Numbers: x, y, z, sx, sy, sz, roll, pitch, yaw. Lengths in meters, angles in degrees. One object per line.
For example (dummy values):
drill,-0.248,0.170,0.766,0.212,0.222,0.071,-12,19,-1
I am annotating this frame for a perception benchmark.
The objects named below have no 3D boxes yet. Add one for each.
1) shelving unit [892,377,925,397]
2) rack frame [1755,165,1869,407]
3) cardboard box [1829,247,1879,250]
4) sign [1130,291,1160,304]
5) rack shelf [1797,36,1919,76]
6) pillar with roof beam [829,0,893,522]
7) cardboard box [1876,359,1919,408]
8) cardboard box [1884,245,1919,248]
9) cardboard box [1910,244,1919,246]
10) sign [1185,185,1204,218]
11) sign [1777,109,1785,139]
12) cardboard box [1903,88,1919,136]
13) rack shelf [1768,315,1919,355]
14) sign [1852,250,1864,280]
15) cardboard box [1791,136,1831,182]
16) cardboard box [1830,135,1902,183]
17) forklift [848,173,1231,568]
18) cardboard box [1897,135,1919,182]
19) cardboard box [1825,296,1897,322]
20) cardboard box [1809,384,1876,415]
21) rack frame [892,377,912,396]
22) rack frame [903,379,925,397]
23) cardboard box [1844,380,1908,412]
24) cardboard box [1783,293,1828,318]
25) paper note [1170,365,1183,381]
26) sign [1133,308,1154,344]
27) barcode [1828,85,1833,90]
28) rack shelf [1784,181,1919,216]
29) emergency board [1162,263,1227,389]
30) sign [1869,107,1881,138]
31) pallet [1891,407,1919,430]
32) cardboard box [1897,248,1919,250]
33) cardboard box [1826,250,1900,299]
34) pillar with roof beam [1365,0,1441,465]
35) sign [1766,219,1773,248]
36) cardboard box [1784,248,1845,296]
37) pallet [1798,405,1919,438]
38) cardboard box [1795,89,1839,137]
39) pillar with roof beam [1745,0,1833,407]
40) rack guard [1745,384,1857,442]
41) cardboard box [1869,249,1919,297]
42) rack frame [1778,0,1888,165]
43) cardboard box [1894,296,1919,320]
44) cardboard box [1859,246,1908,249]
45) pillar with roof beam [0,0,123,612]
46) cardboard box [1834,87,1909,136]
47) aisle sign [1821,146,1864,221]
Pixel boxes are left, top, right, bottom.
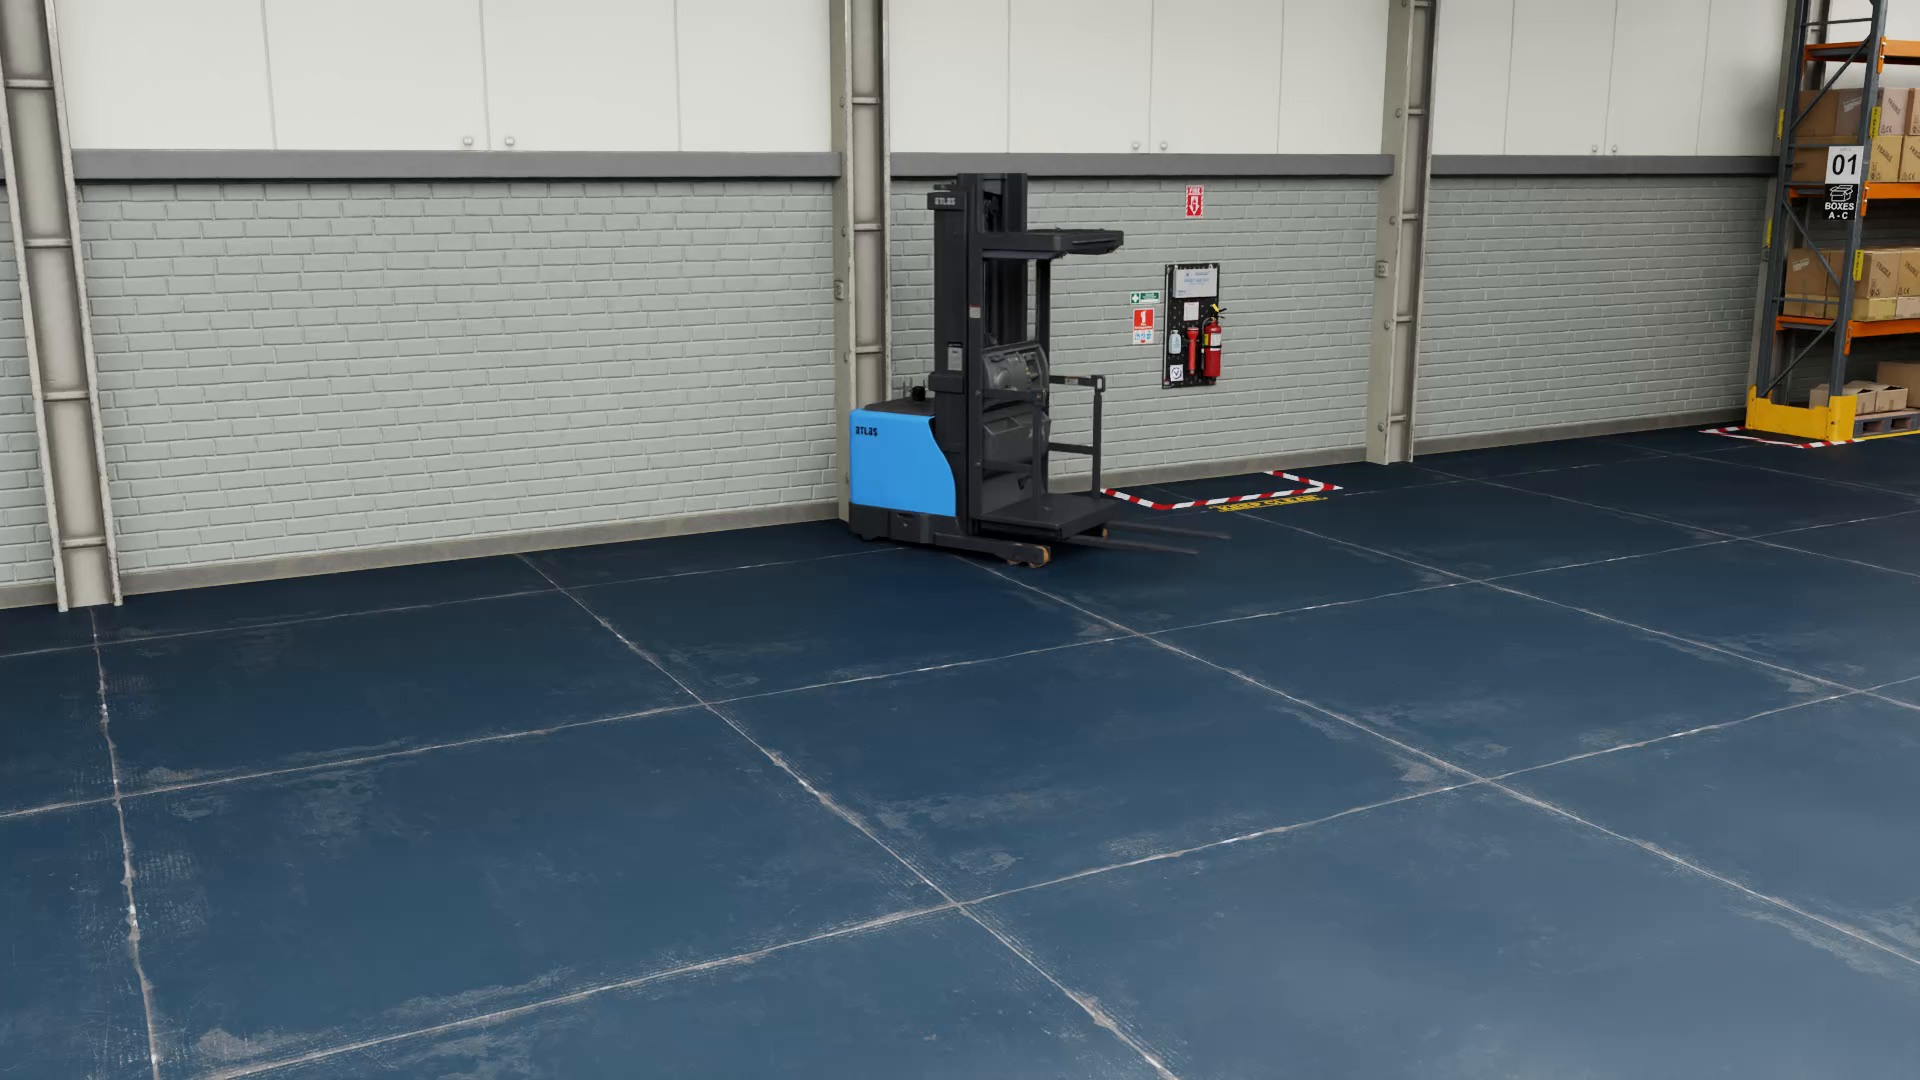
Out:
shelving unit,-0.448,-0.795,14.405,0.258,1.200,0.189,-11,16,-40
rack frame,9.512,-2.674,18.658,0.127,3.000,1.000,-7,14,-28
cardboard box,10.271,-3.118,19.219,0.500,0.500,0.500,-7,14,-27
sign,1.732,-2.267,15.561,0.331,0.109,0.001,-7,14,-28
rack shelf,11.268,-5.458,19.013,4.000,0.370,1.077,-7,14,-28
pillar with roof beam,1.242,-3.749,9.771,0.400,9.000,9.100,-7,14,-28
cardboard box,11.331,-1.852,19.697,0.500,0.500,0.700,-8,15,-31
cardboard box,11.164,-3.226,19.700,0.500,0.500,0.500,-7,14,-27
cardboard box,11.615,-3.283,19.952,0.500,0.500,0.500,-6,14,-26
sign,2.204,-3.180,15.626,0.199,0.298,0.001,-7,14,-28
sign,9.264,-4.678,18.716,0.005,0.325,0.100,-7,14,-28
cardboard box,10.431,-4.720,18.369,0.500,0.500,0.500,-7,14,-29
rack shelf,11.268,-2.533,19.672,4.000,0.370,1.077,-7,14,-28
sign,9.772,-2.992,18.098,0.005,0.325,0.100,-7,14,-28
cardboard box,9.757,-4.288,18.727,0.500,0.500,0.500,-6,14,-24
cardboard box,9.925,-4.183,18.258,0.500,0.500,0.500,-6,14,-26
forklift,0.614,-1.350,12.934,3.031,2.935,1.130,8,15,31
cardboard box,10.414,-4.232,18.478,0.500,0.500,0.500,-6,14,-24
cardboard box,10.093,-2.600,18.628,0.500,0.250,0.500,-7,15,-29
cardboard box,10.163,-1.632,19.151,0.500,0.311,0.500,-9,15,-34
rack frame,-0.508,-0.810,14.473,0.240,1.200,0.006,-11,16,-40
rack frame,-0.388,-0.780,14.337,0.240,1.200,0.006,-11,16,-40
cardboard box,10.663,-1.692,19.418,0.500,0.311,0.500,-6,14,-23
cardboard box,9.830,-2.697,19.057,0.500,0.250,0.500,-7,14,-27
paper note,2.070,-1.595,15.872,0.142,0.148,0.016,-7,14,-28
sign,1.724,-2.009,15.624,0.234,0.329,0.001,-7,14,-28
barcode,9.896,-5.137,18.902,0.075,0.075,0.001,-7,14,-28
rack shelf,11.268,-3.997,19.342,4.000,0.370,1.077,-7,14,-28
emergency board,2.258,-2.030,15.799,0.643,1.169,0.194,-7,14,-28
sign,9.772,-4.459,17.768,0.005,0.325,0.100,-7,14,-28
pallet,11.378,-1.527,19.915,1.213,0.211,1.003,-7,14,-28
cardboard box,10.970,-3.072,19.014,0.500,0.500,0.500,-7,15,-30
cardboard box,10.075,-2.968,18.556,0.500,0.500,0.500,-7,14,-28
pillar with roof beam,6.508,-4.380,12.576,0.400,9.000,9.100,-7,14,-28
sign,9.264,-3.502,18.981,0.005,0.325,0.100,-7,14,-28
cardboard box,9.824,-3.067,18.992,0.500,0.500,0.500,-7,14,-28
pallet,10.309,-1.400,19.349,1.213,0.211,1.003,-7,14,-28
cardboard box,9.765,-4.779,18.631,0.500,0.500,0.500,-6,14,-25
pillar with roof beam,11.775,-5.011,15.381,0.400,9.000,9.100,-7,14,-28
rack guard,9.579,-1.462,18.968,0.348,0.500,1.175,-7,14,-28
cardboard box,10.514,-3.019,18.778,0.500,0.500,0.500,-7,14,-28
rack frame,9.512,-5.601,17.999,0.127,3.000,1.000,-7,14,-28
cardboard box,10.542,-2.658,18.883,0.500,0.250,0.500,-7,15,-30
cardboard box,10.722,-3.173,19.464,0.500,0.500,0.500,-7,15,-29
pillar with roof beam,-4.024,-3.118,6.967,0.400,9.000,9.100,-7,14,-28
cardboard box,9.967,-4.677,18.178,0.500,0.500,0.500,-8,15,-32
aisle sign,9.593,-3.877,18.082,0.004,0.787,0.394,-7,14,-28
